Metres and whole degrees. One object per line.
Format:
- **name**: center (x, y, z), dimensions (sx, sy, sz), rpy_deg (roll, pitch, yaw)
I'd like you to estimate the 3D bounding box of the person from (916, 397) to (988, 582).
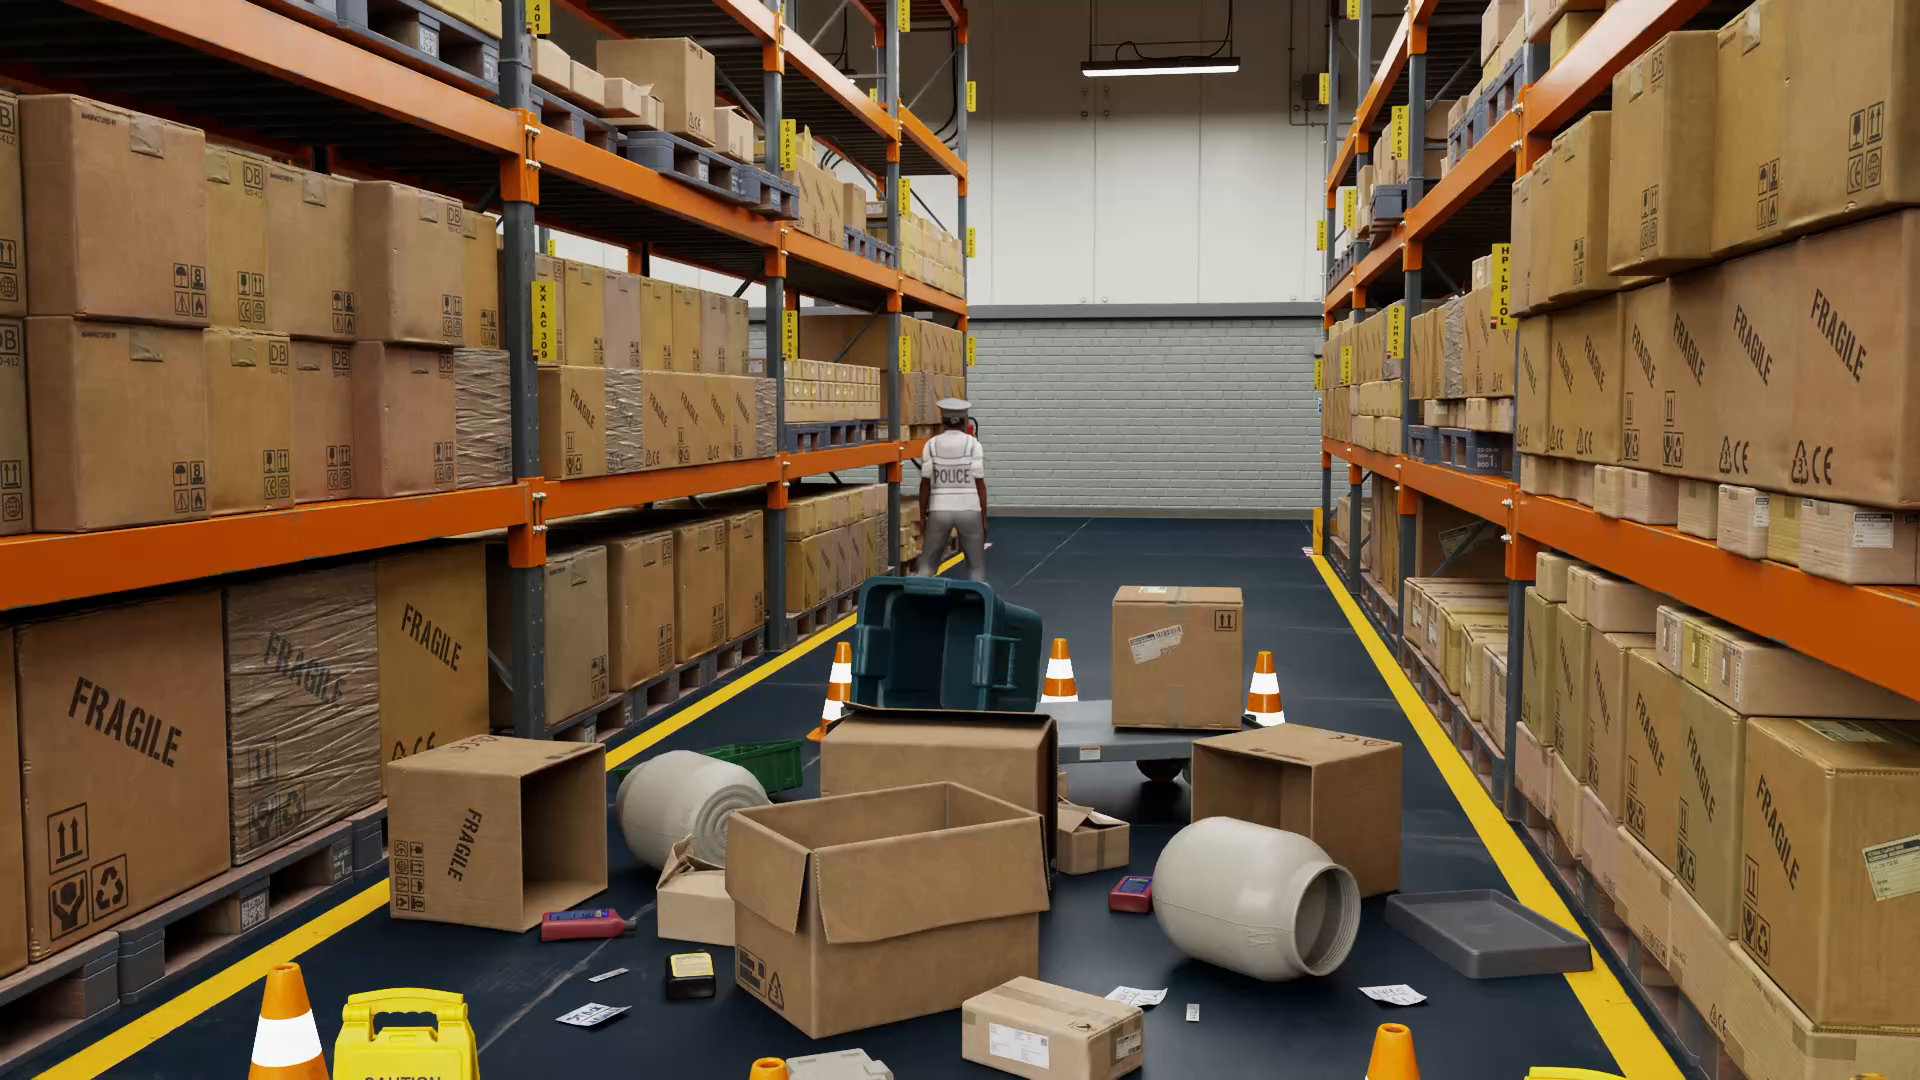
- **person**: center (-0.091, -0.153, 11.545), dimensions (0.647, 1.670, 0.504), rpy_deg (1, 5, 9)
